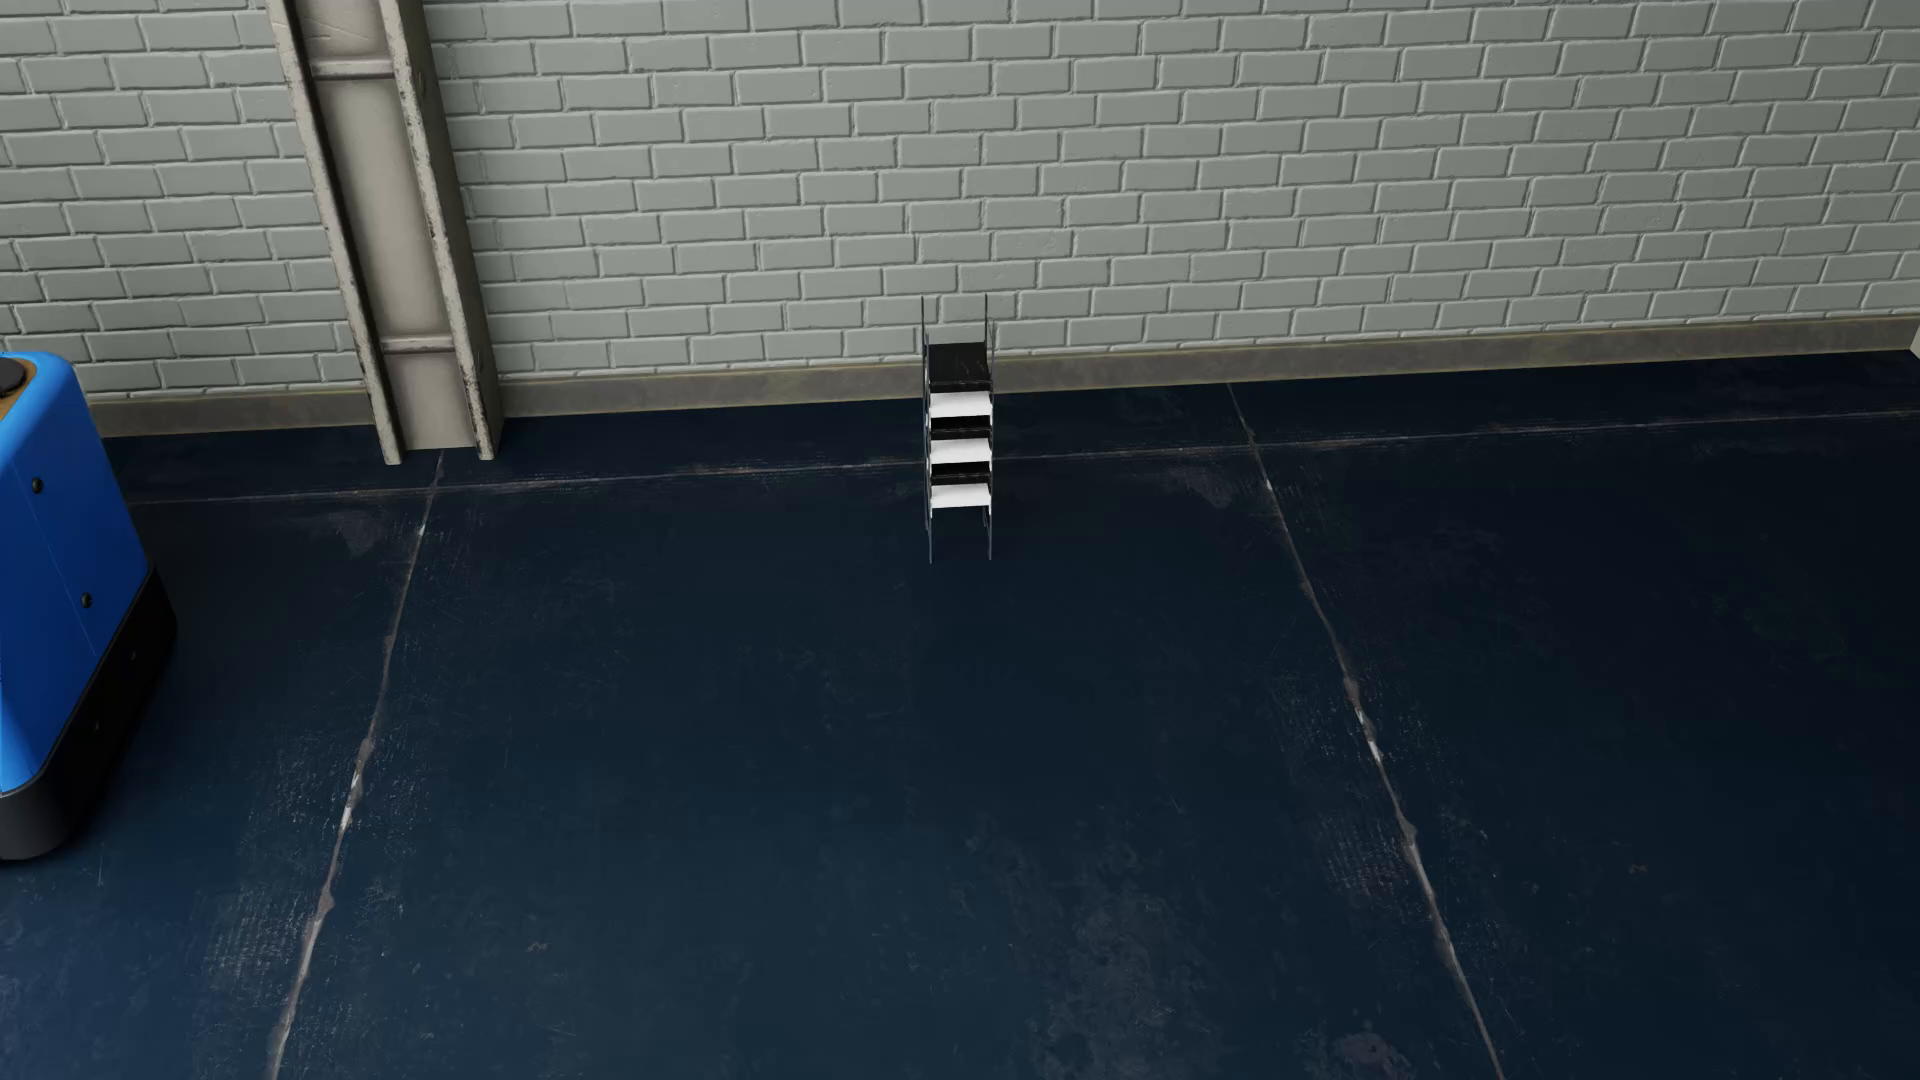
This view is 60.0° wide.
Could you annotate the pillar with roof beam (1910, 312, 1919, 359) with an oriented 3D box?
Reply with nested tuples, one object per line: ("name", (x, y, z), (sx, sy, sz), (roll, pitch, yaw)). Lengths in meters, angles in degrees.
("pillar with roof beam", (4.433, -1.588, 0.498), (0.400, 9.000, 9.100), (-3, 38, -4))

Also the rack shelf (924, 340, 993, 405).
("rack shelf", (-0.008, -0.539, 5.324), (0.200, 0.077, 0.258), (-3, 38, -4))

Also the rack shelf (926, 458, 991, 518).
("rack shelf", (-0.008, -0.185, 5.603), (0.200, 0.077, 0.258), (-3, 38, -4))

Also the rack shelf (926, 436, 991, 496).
("rack shelf", (-0.008, -0.256, 5.547), (0.200, 0.077, 0.258), (-3, 38, -4))

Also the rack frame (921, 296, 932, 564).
("rack frame", (-0.109, -0.347, 5.464), (0.006, 0.900, 0.240), (-3, 38, -4))

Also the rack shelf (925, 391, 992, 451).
("rack shelf", (-0.008, -0.397, 5.436), (0.200, 0.077, 0.258), (-3, 38, -4))

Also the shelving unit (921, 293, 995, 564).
("shelving unit", (-0.008, -0.353, 5.471), (0.210, 0.900, 0.258), (-3, 38, -4))

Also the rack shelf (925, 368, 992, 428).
("rack shelf", (-0.008, -0.468, 5.380), (0.200, 0.077, 0.258), (-3, 38, -4))

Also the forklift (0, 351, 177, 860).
("forklift", (-3.986, -0.516, 4.038), (3.031, 2.935, 1.130), (-1, 38, -2))

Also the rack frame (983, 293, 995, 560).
("rack frame", (0.093, -0.358, 5.478), (0.006, 0.900, 0.240), (-3, 38, -4))

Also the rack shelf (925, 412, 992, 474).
("rack shelf", (-0.008, -0.327, 5.491), (0.200, 0.077, 0.258), (-3, 38, -4))
